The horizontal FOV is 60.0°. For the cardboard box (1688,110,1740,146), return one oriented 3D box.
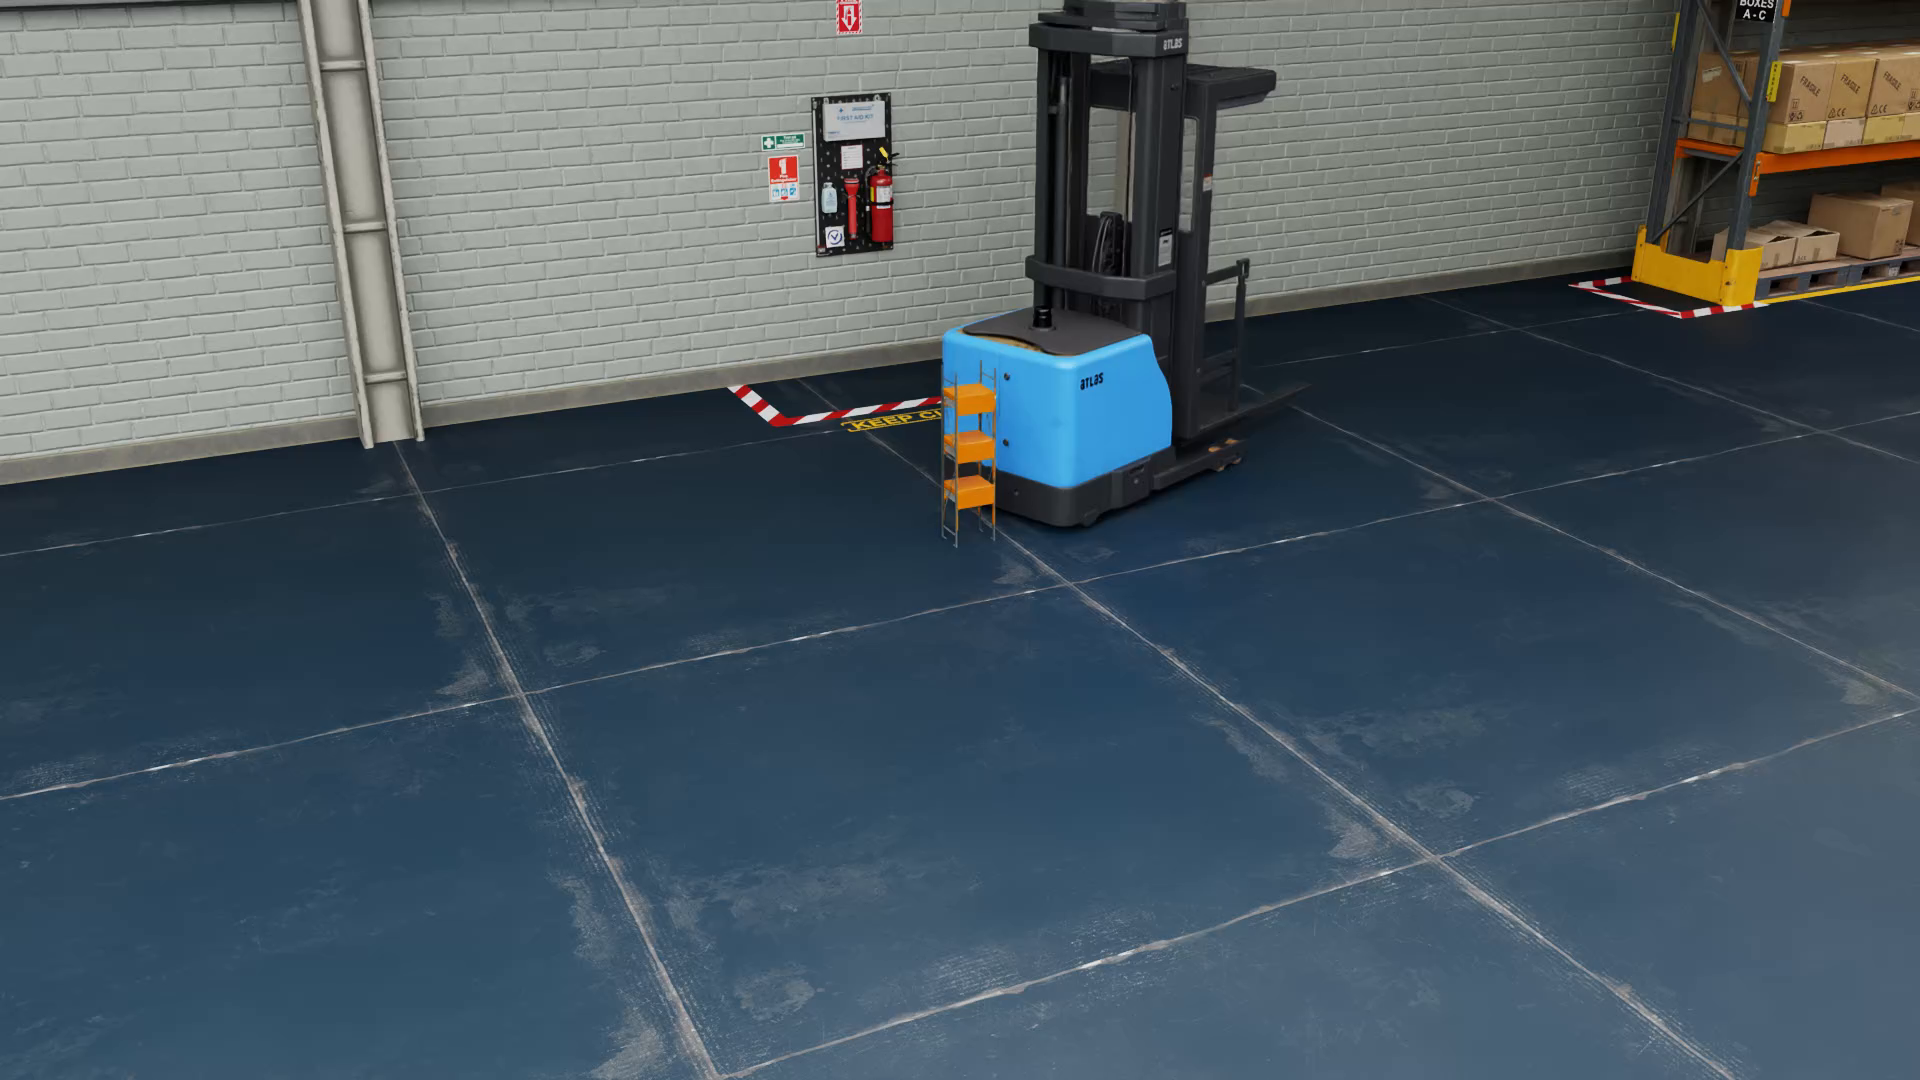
[{"bbox_3d":[6.983,-3.750,15.058,0.500,0.250,0.500,-10,25,-23],"label":"cardboard box"}]

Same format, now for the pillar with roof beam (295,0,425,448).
[{"bbox_3d":[-2.044,-3.378,6.145,0.400,9.000,9.100,-10,25,-24],"label":"pillar with roof beam"}]

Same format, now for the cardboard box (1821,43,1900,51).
[{"bbox_3d":[8.354,-4.355,15.537,0.500,0.500,0.500,-10,25,-23],"label":"cardboard box"}]

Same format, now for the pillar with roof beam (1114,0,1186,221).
[{"bbox_3d":[3.362,-4.373,8.549,0.400,9.000,9.100,-10,25,-24],"label":"pillar with roof beam"}]

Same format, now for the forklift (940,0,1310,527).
[{"bbox_3d":[1.237,-1.913,10.539,1.130,2.935,3.031,19,29,38],"label":"forklift"}]

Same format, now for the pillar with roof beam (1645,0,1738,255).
[{"bbox_3d":[8.769,-5.368,10.953,0.400,9.000,9.100,-10,25,-24],"label":"pillar with roof beam"}]

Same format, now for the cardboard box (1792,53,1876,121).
[{"bbox_3d":[7.656,-4.006,14.696,0.500,0.500,0.500,-10,25,-23],"label":"cardboard box"}]

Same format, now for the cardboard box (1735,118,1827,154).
[{"bbox_3d":[7.224,-3.577,14.640,0.500,0.250,0.500,-11,25,-25],"label":"cardboard box"}]

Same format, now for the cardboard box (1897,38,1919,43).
[{"bbox_3d":[9.269,-4.525,15.950,0.500,0.500,0.500,-11,25,-24],"label":"cardboard box"}]

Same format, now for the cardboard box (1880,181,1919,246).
[{"bbox_3d":[9.333,-3.192,16.232,0.500,0.500,0.500,-12,26,-28],"label":"cardboard box"}]

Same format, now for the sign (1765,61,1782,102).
[{"bbox_3d":[6.882,-3.879,14.067,0.005,0.325,0.100,-10,25,-24],"label":"sign"}]

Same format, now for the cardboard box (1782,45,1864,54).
[{"bbox_3d":[7.901,-4.271,15.336,0.500,0.500,0.500,-11,25,-25],"label":"cardboard box"}]

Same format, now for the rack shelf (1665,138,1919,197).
[{"bbox_3d":[8.448,-3.665,15.623,4.000,0.370,1.077,-10,25,-24],"label":"rack shelf"}]

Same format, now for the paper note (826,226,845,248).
[{"bbox_3d":[-0.937,-2.275,12.477,0.142,0.148,0.016,-10,25,-24],"label":"paper note"}]

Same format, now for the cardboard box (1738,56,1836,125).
[{"bbox_3d":[7.207,-3.928,14.507,0.500,0.500,0.500,-10,25,-24],"label":"cardboard box"}]

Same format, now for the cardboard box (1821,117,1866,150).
[{"bbox_3d":[7.685,-3.668,14.860,0.500,0.250,0.500,-11,25,-25],"label":"cardboard box"}]

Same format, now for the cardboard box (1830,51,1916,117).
[{"bbox_3d":[8.125,-4.090,14.898,0.500,0.500,0.500,-11,25,-25],"label":"cardboard box"}]

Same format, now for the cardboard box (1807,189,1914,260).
[{"bbox_3d":[8.505,-2.997,15.761,0.500,0.500,0.700,-12,25,-27],"label":"cardboard box"}]

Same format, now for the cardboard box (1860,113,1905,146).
[{"bbox_3d":[8.147,-3.751,15.059,0.500,0.250,0.500,-11,25,-24],"label":"cardboard box"}]

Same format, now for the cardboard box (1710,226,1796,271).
[{"bbox_3d":[7.309,-2.711,15.317,0.500,0.311,0.500,-14,26,-30],"label":"cardboard box"}]

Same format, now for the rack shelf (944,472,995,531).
[{"bbox_3d":[0.048,-0.227,9.681,0.240,0.259,0.215,-10,25,-24],"label":"rack shelf"}]

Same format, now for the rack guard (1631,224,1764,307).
[{"bbox_3d":[6.715,-2.524,15.193,0.348,0.500,1.175,-10,25,-24],"label":"rack guard"}]

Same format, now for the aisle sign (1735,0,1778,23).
[{"bbox_3d":[6.711,-4.752,13.908,0.004,0.787,0.394,-10,25,-24],"label":"aisle sign"}]

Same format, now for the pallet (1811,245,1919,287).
[{"bbox_3d":[8.560,-2.713,16.029,1.213,0.211,1.003,-10,25,-24],"label":"pallet"}]

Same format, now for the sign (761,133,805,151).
[{"bbox_3d":[-1.283,-2.891,12.072,0.331,0.109,0.001,-10,25,-24],"label":"sign"}]

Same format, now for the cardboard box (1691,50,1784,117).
[{"bbox_3d":[6.979,-4.104,14.931,0.500,0.500,0.500,-11,25,-24],"label":"cardboard box"}]

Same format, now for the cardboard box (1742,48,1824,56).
[{"bbox_3d":[7.437,-4.184,15.125,0.500,0.500,0.500,-10,25,-23],"label":"cardboard box"}]

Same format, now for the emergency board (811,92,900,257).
[{"bbox_3d":[-0.748,-2.688,12.322,0.643,1.169,0.194,-10,25,-24],"label":"emergency board"}]

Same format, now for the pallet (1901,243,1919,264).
[{"bbox_3d":[9.661,-2.917,16.522,1.213,0.211,1.003,-10,25,-24],"label":"pallet"}]

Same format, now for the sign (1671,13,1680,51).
[{"bbox_3d":[6.423,-4.541,14.872,0.005,0.325,0.100,-10,25,-24],"label":"sign"}]

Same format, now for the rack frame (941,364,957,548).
[{"bbox_3d":[-0.062,-0.474,9.522,0.008,1.050,0.200,-10,25,-24],"label":"rack frame"}]

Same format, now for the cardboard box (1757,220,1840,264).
[{"bbox_3d":[7.822,-2.805,15.545,0.500,0.311,0.500,-8,24,-19],"label":"cardboard box"}]

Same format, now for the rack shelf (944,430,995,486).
[{"bbox_3d":[0.048,-0.484,9.575,0.240,0.259,0.215,-10,25,-24],"label":"rack shelf"}]

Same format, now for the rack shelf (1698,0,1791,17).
[{"bbox_3d":[8.448,-5.051,15.049,4.000,0.370,1.077,-10,25,-24],"label":"rack shelf"}]

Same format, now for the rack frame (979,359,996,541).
[{"bbox_3d":[0.158,-0.514,9.620,0.008,1.050,0.200,-10,25,-24],"label":"rack frame"}]

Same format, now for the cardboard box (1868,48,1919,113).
[{"bbox_3d":[8.585,-4.180,15.115,0.500,0.500,0.500,-10,24,-22],"label":"cardboard box"}]

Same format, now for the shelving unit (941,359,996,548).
[{"bbox_3d":[0.048,-0.494,9.571,0.252,1.050,0.215,-10,25,-24],"label":"shelving unit"}]

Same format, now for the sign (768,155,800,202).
[{"bbox_3d":[-1.291,-2.648,12.179,0.234,0.329,0.001,-10,25,-24],"label":"sign"}]

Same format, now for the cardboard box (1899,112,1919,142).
[{"bbox_3d":[8.603,-3.834,15.260,0.500,0.250,0.500,-10,25,-23],"label":"cardboard box"}]

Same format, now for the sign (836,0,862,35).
[{"bbox_3d":[-0.798,-3.792,11.958,0.199,0.298,0.001,-10,25,-24],"label":"sign"}]

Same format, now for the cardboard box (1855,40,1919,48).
[{"bbox_3d":[8.817,-4.445,15.755,0.500,0.500,0.500,-10,24,-22],"label":"cardboard box"}]

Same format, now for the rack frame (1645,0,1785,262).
[{"bbox_3d":[6.646,-3.666,14.684,0.127,3.000,1.000,-10,25,-24],"label":"rack frame"}]

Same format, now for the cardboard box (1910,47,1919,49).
[{"bbox_3d":[9.053,-4.266,15.324,0.500,0.500,0.500,-11,25,-25],"label":"cardboard box"}]

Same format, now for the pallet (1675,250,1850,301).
[{"bbox_3d":[7.462,-2.513,15.544,1.213,0.211,1.003,-10,25,-24],"label":"pallet"}]

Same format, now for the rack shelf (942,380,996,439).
[{"bbox_3d":[0.048,-0.746,9.466,0.240,0.259,0.215,-10,25,-24],"label":"rack shelf"}]
